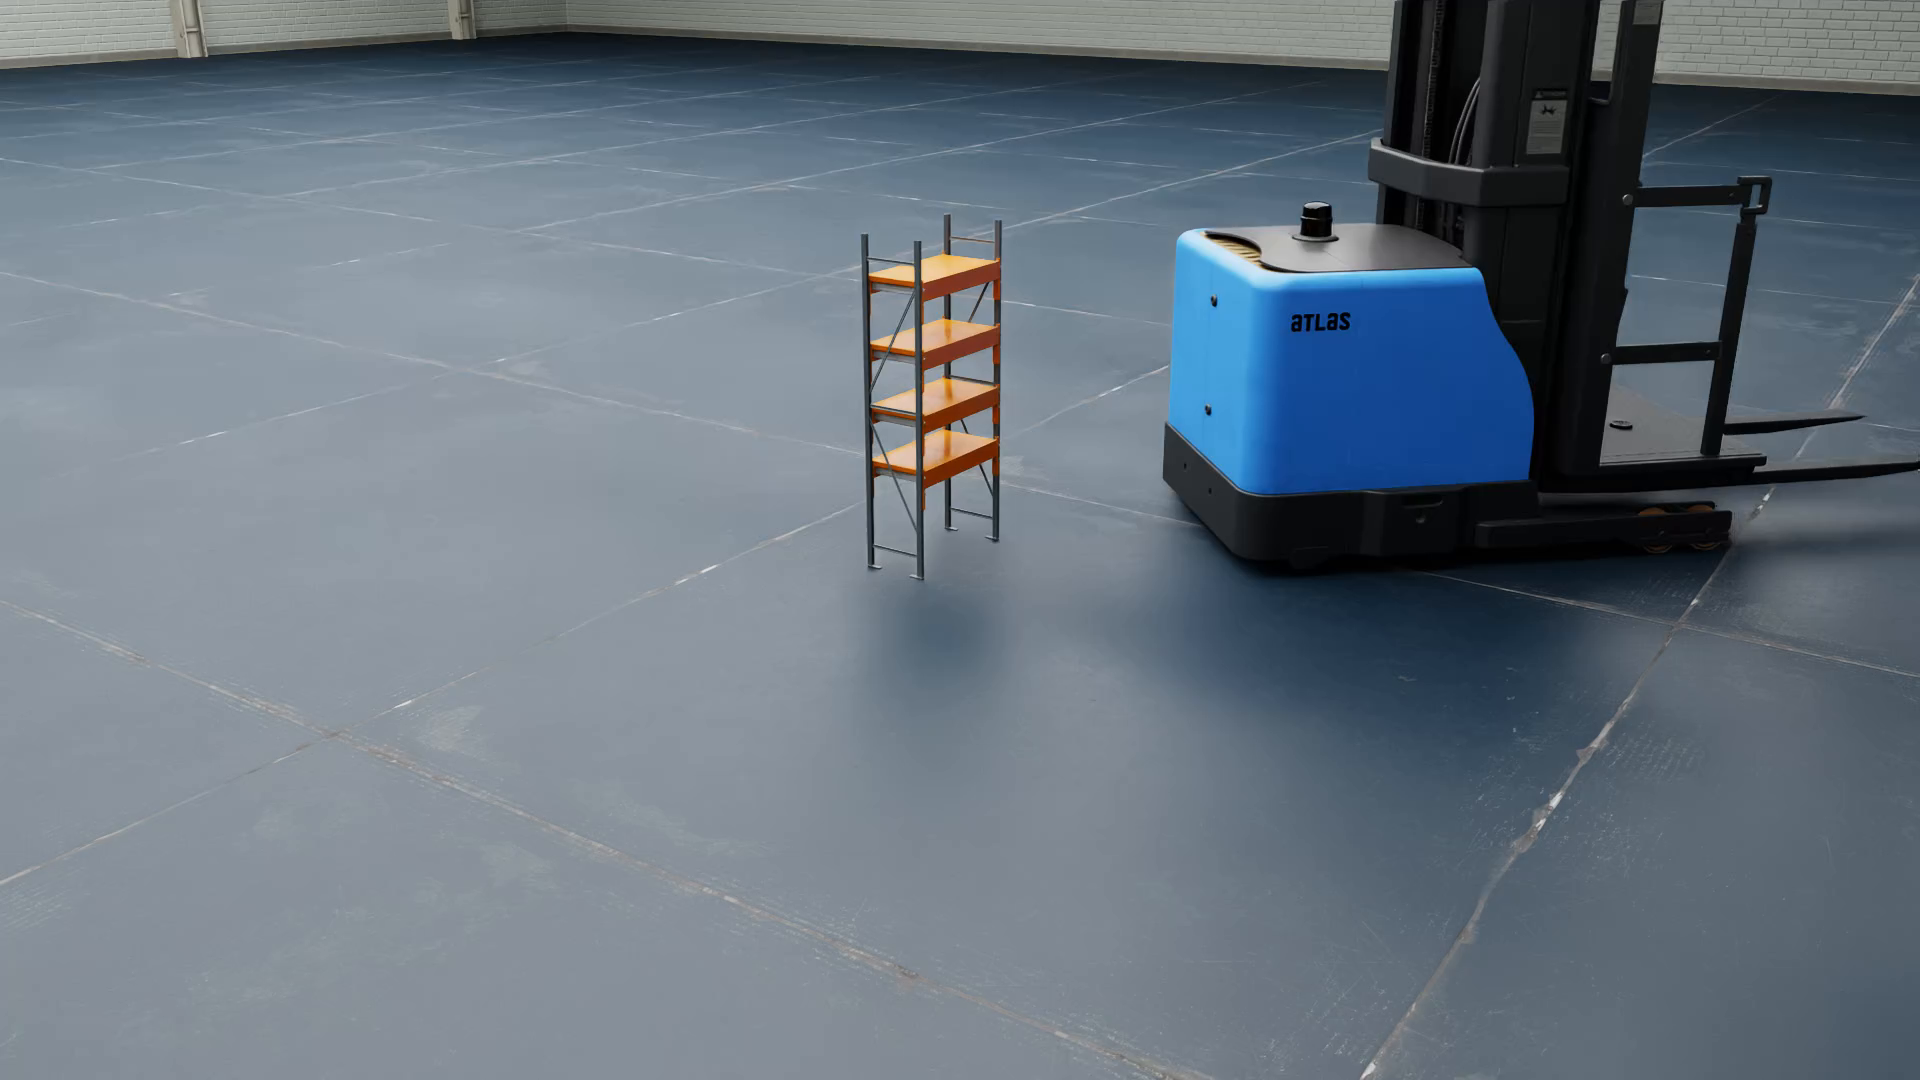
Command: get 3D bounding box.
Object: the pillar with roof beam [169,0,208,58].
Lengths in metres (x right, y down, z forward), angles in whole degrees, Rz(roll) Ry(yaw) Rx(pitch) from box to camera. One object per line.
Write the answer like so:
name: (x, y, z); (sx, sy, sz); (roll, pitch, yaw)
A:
pillar with roof beam: (-9.912, -11.867, 25.375); (9.100, 9.000, 0.400); (13, 24, 32)

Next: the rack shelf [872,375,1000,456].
rack shelf: (-0.093, -0.452, 5.952); (0.258, 0.148, 0.480); (13, 24, 32)

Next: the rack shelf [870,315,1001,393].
rack shelf: (-0.093, -0.662, 5.874); (0.258, 0.148, 0.480); (13, 24, 32)

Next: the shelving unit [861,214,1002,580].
shelving unit: (-0.093, -0.515, 5.928); (0.258, 1.200, 0.503); (13, 24, 32)

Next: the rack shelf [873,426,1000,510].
rack shelf: (-0.093, -0.266, 6.021); (0.258, 0.148, 0.480); (13, 24, 32)

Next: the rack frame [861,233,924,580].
rack frame: (-0.230, -0.445, 5.739); (0.240, 1.200, 0.015); (13, 24, 32)

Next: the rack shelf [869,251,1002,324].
rack shelf: (-0.093, -0.884, 5.792); (0.258, 0.148, 0.480); (13, 24, 32)

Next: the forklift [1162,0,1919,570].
forklift: (2.387, -1.500, 6.097); (3.031, 2.935, 1.130); (-4, 21, -10)

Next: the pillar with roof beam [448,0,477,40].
pillar with roof beam: (-6.539, -13.588, 30.029); (9.100, 9.000, 0.400); (13, 24, 32)

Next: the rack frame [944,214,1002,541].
rack frame: (0.044, -0.585, 6.118); (0.240, 1.200, 0.015); (13, 24, 32)
